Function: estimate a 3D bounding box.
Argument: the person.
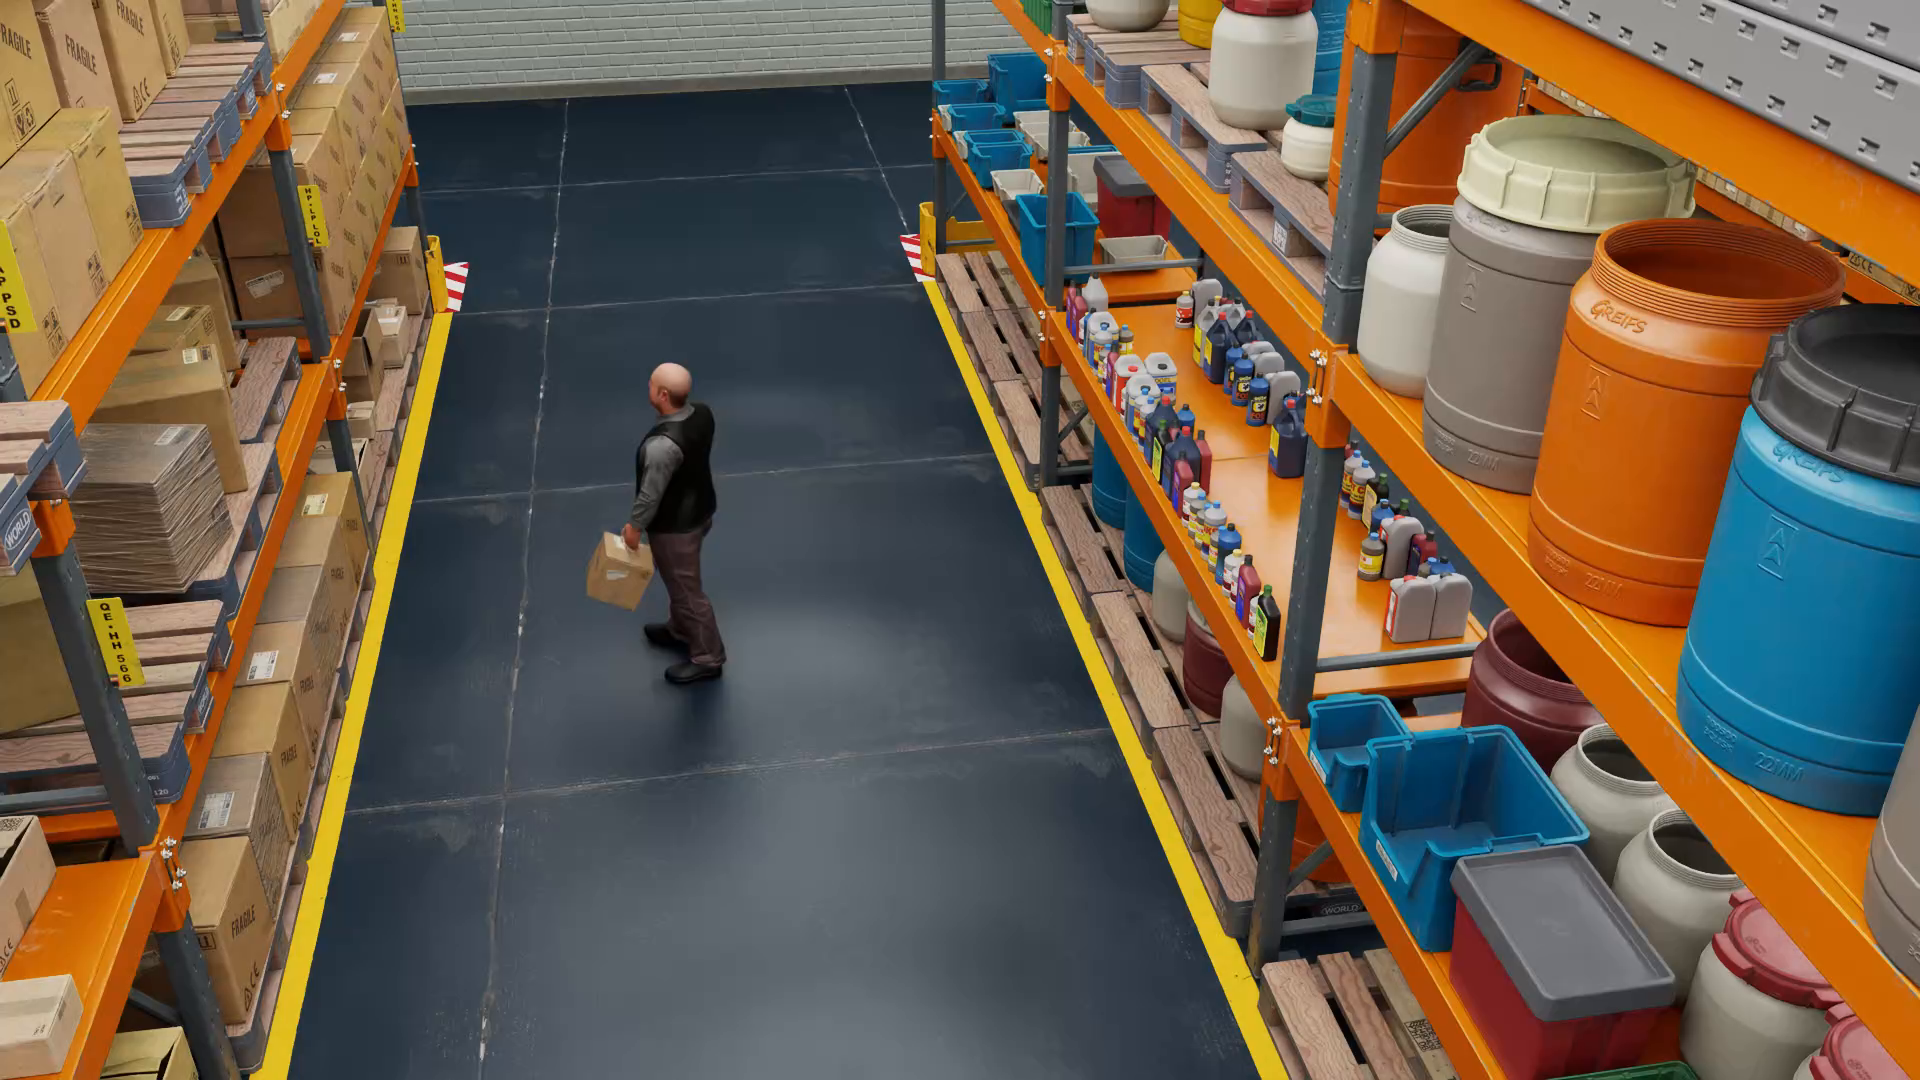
[{"bbox_3d":[-1.475,-0.105,8.335,0.567,1.724,0.582,8,31,13],"label":"person"}]
